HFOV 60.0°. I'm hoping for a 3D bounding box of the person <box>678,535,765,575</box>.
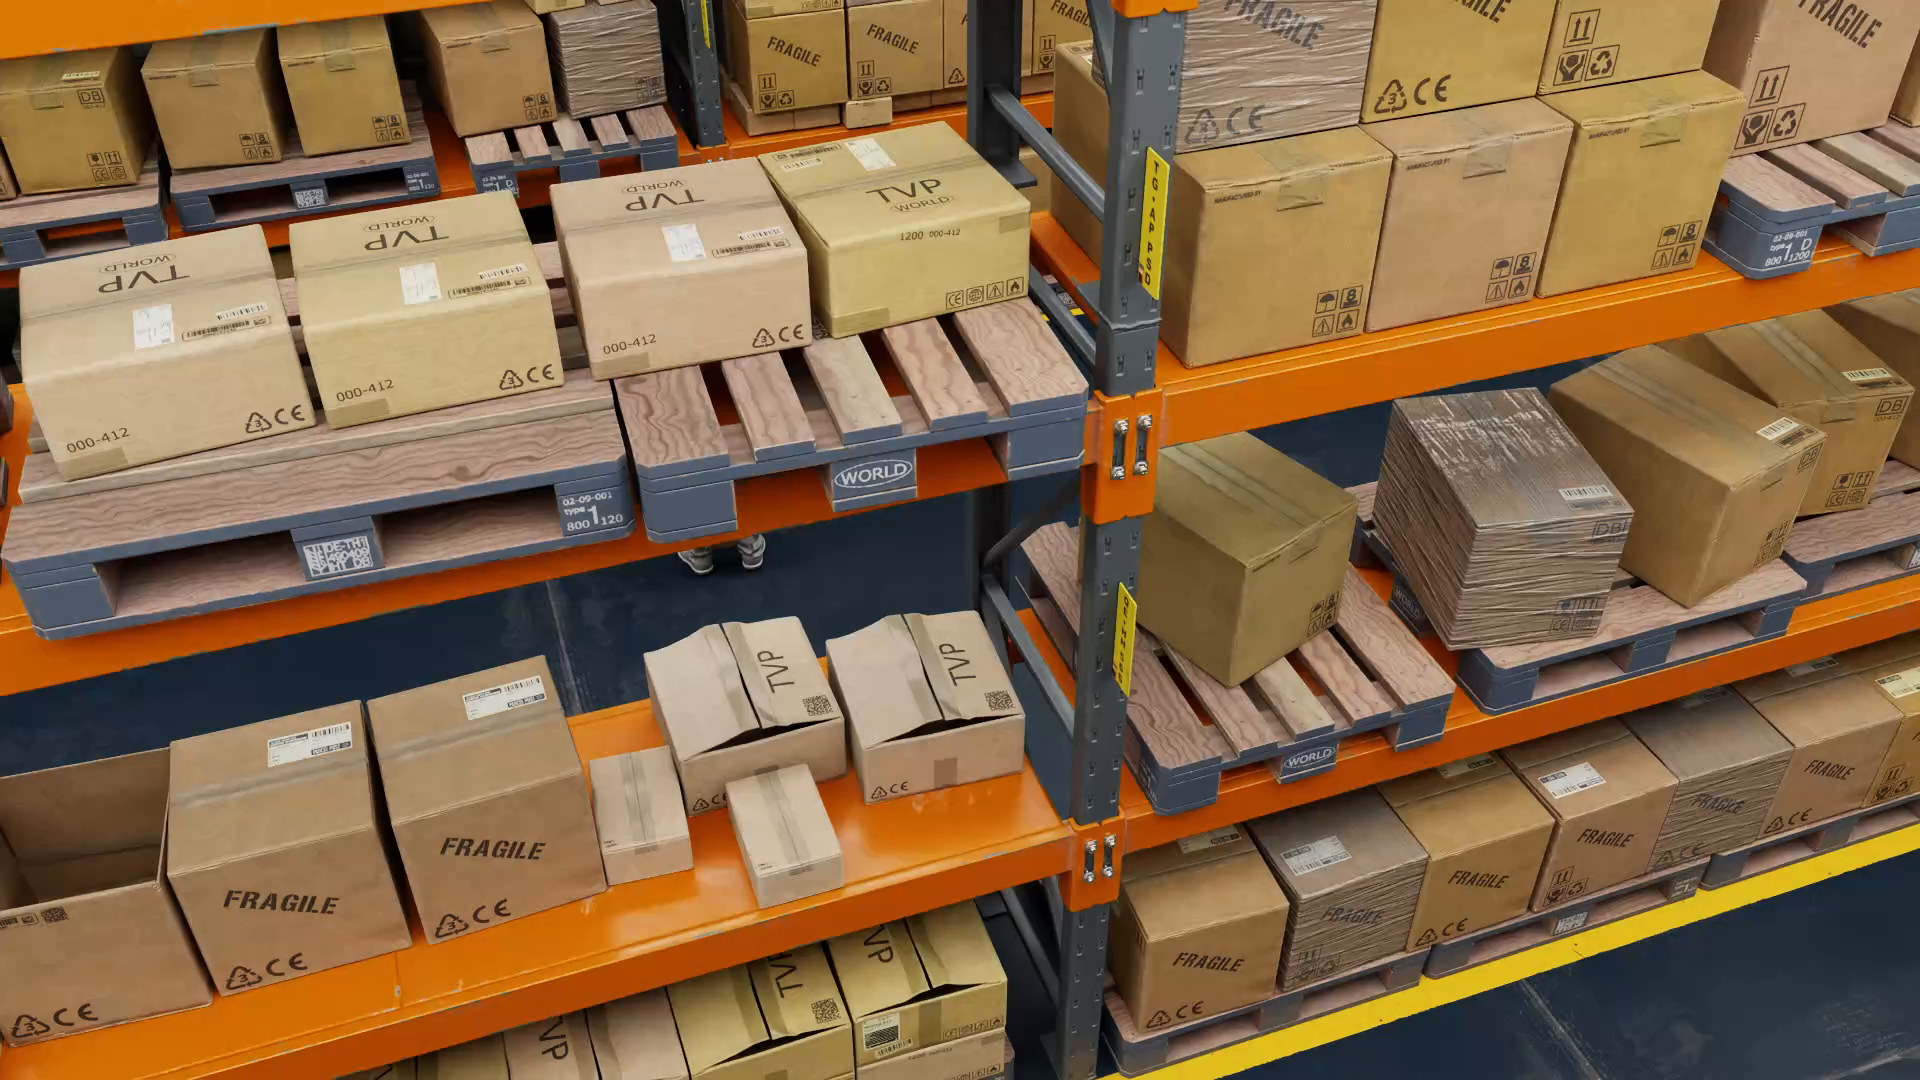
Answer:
[{"bbox_3d":[-1.174,-0.542,7.476,0.537,1.663,0.405,-13,40,-17],"label":"person"}]
